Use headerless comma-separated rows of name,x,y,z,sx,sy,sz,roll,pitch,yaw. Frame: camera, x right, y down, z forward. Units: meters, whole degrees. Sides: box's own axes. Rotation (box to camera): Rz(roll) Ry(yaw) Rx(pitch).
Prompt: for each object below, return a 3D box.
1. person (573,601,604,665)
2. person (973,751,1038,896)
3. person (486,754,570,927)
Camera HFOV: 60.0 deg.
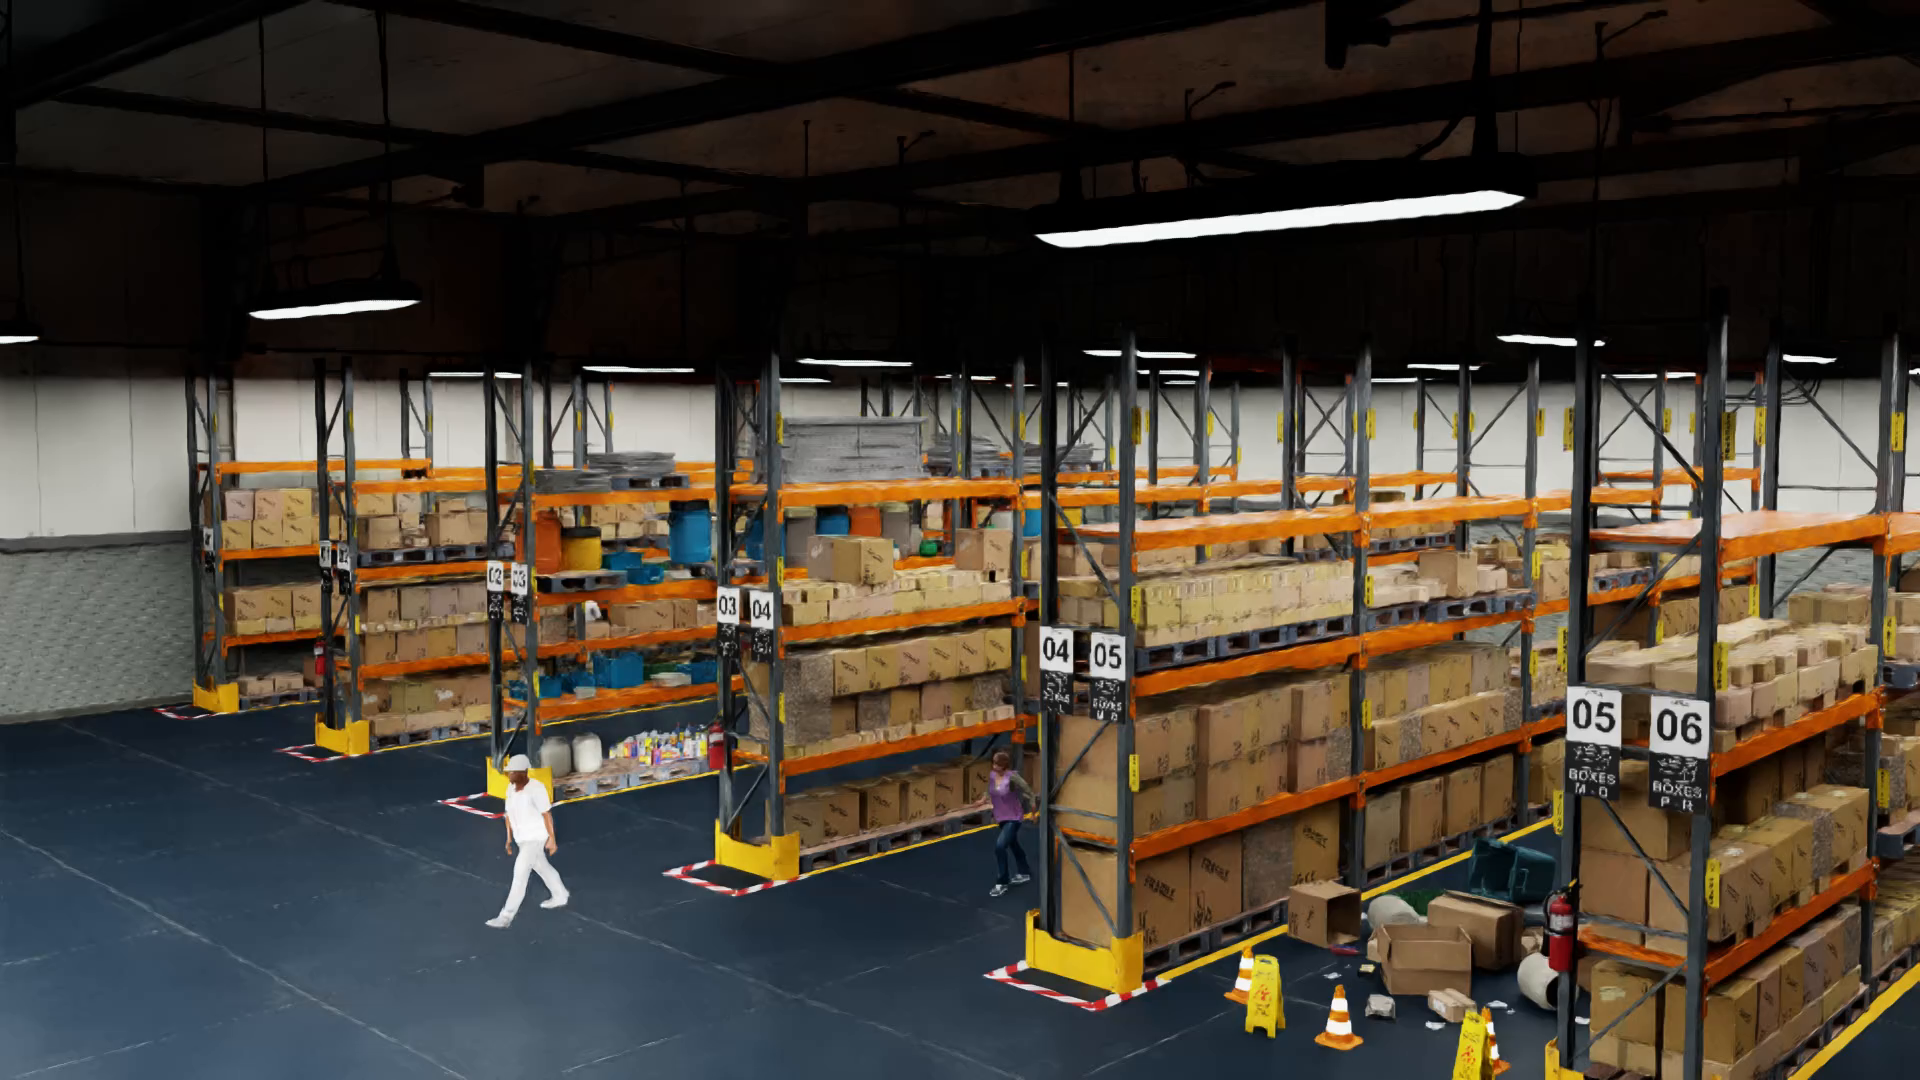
person,-7.359,1.785,32.785,0.607,1.699,1.171,3,5,35
person,0.520,3.020,18.018,0.815,1.530,0.562,-4,6,-40
person,-4.442,3.008,16.919,0.583,1.686,1.111,4,6,42
